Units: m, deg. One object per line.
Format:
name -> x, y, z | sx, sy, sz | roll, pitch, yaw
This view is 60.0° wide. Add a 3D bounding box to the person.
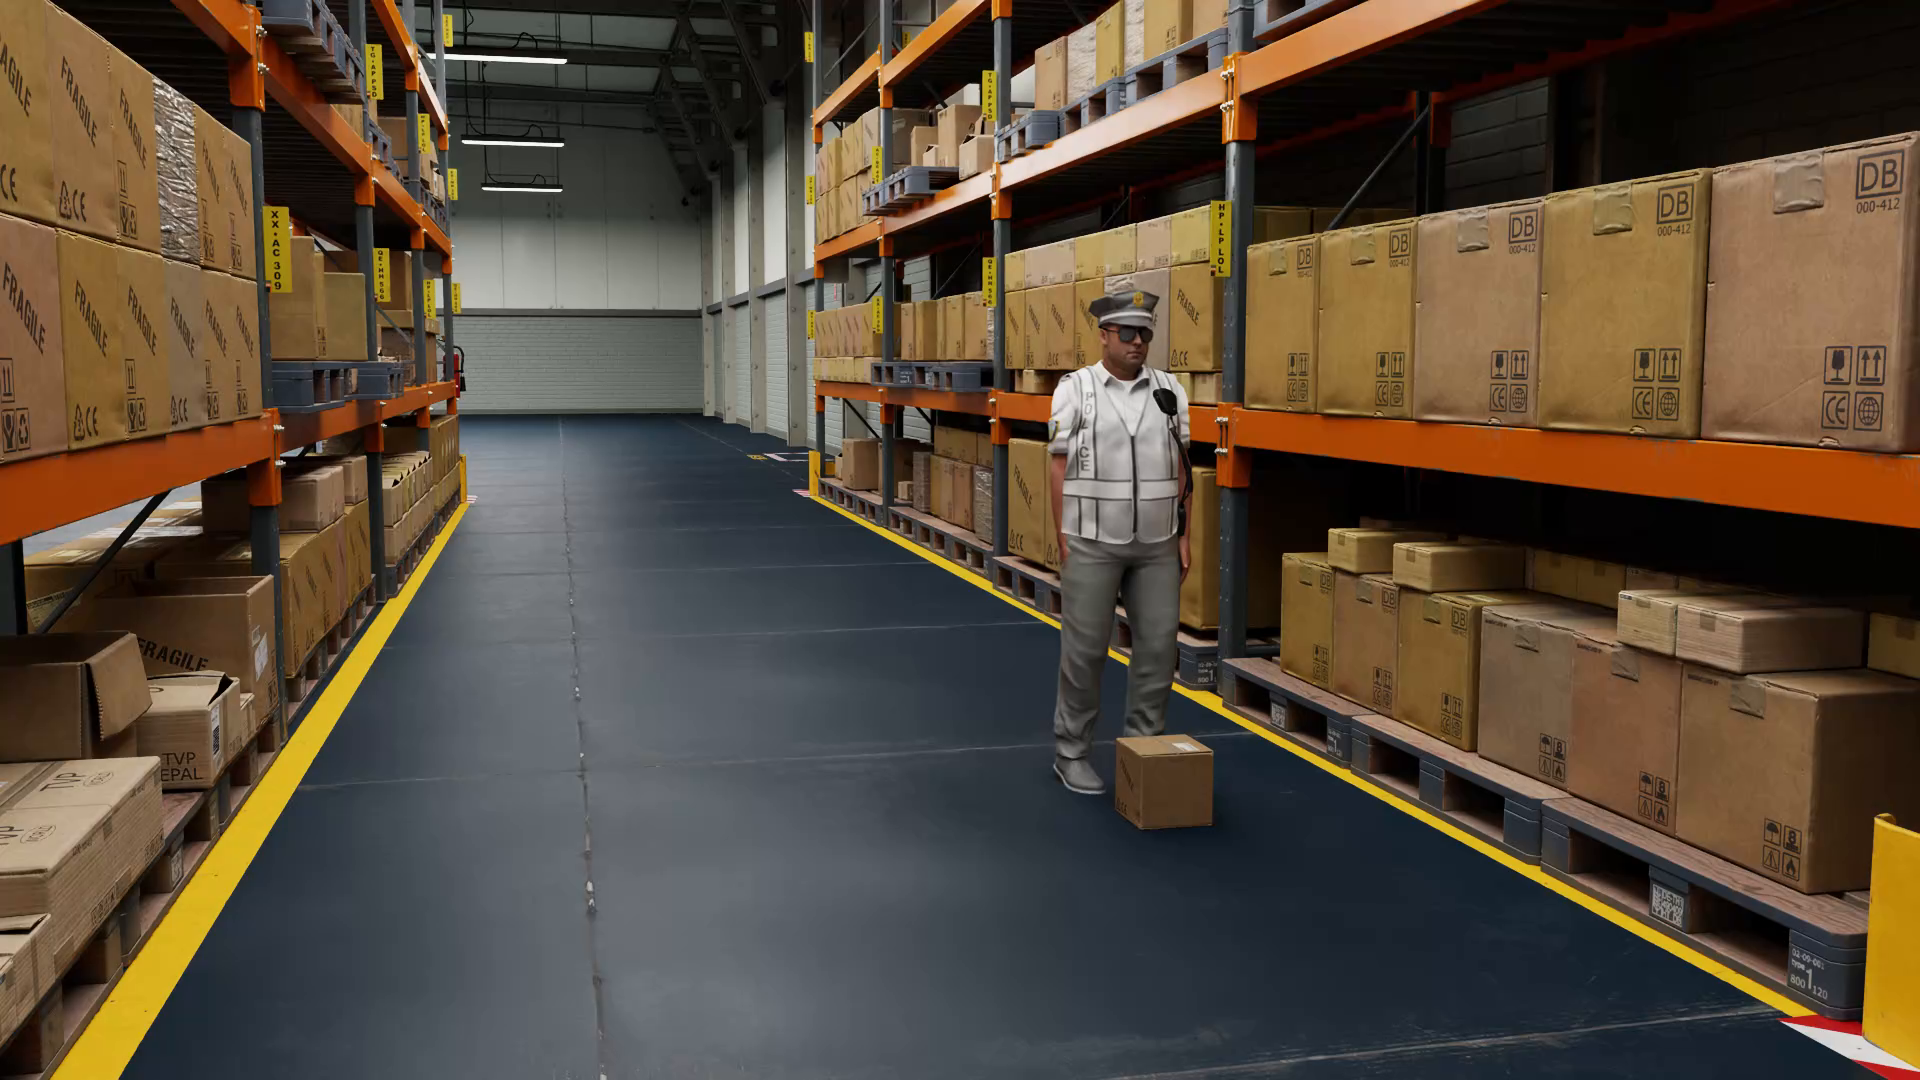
person -> 0.584, 0.006, 5.902 | 0.527, 1.770, 0.393 | -1, 6, -12
